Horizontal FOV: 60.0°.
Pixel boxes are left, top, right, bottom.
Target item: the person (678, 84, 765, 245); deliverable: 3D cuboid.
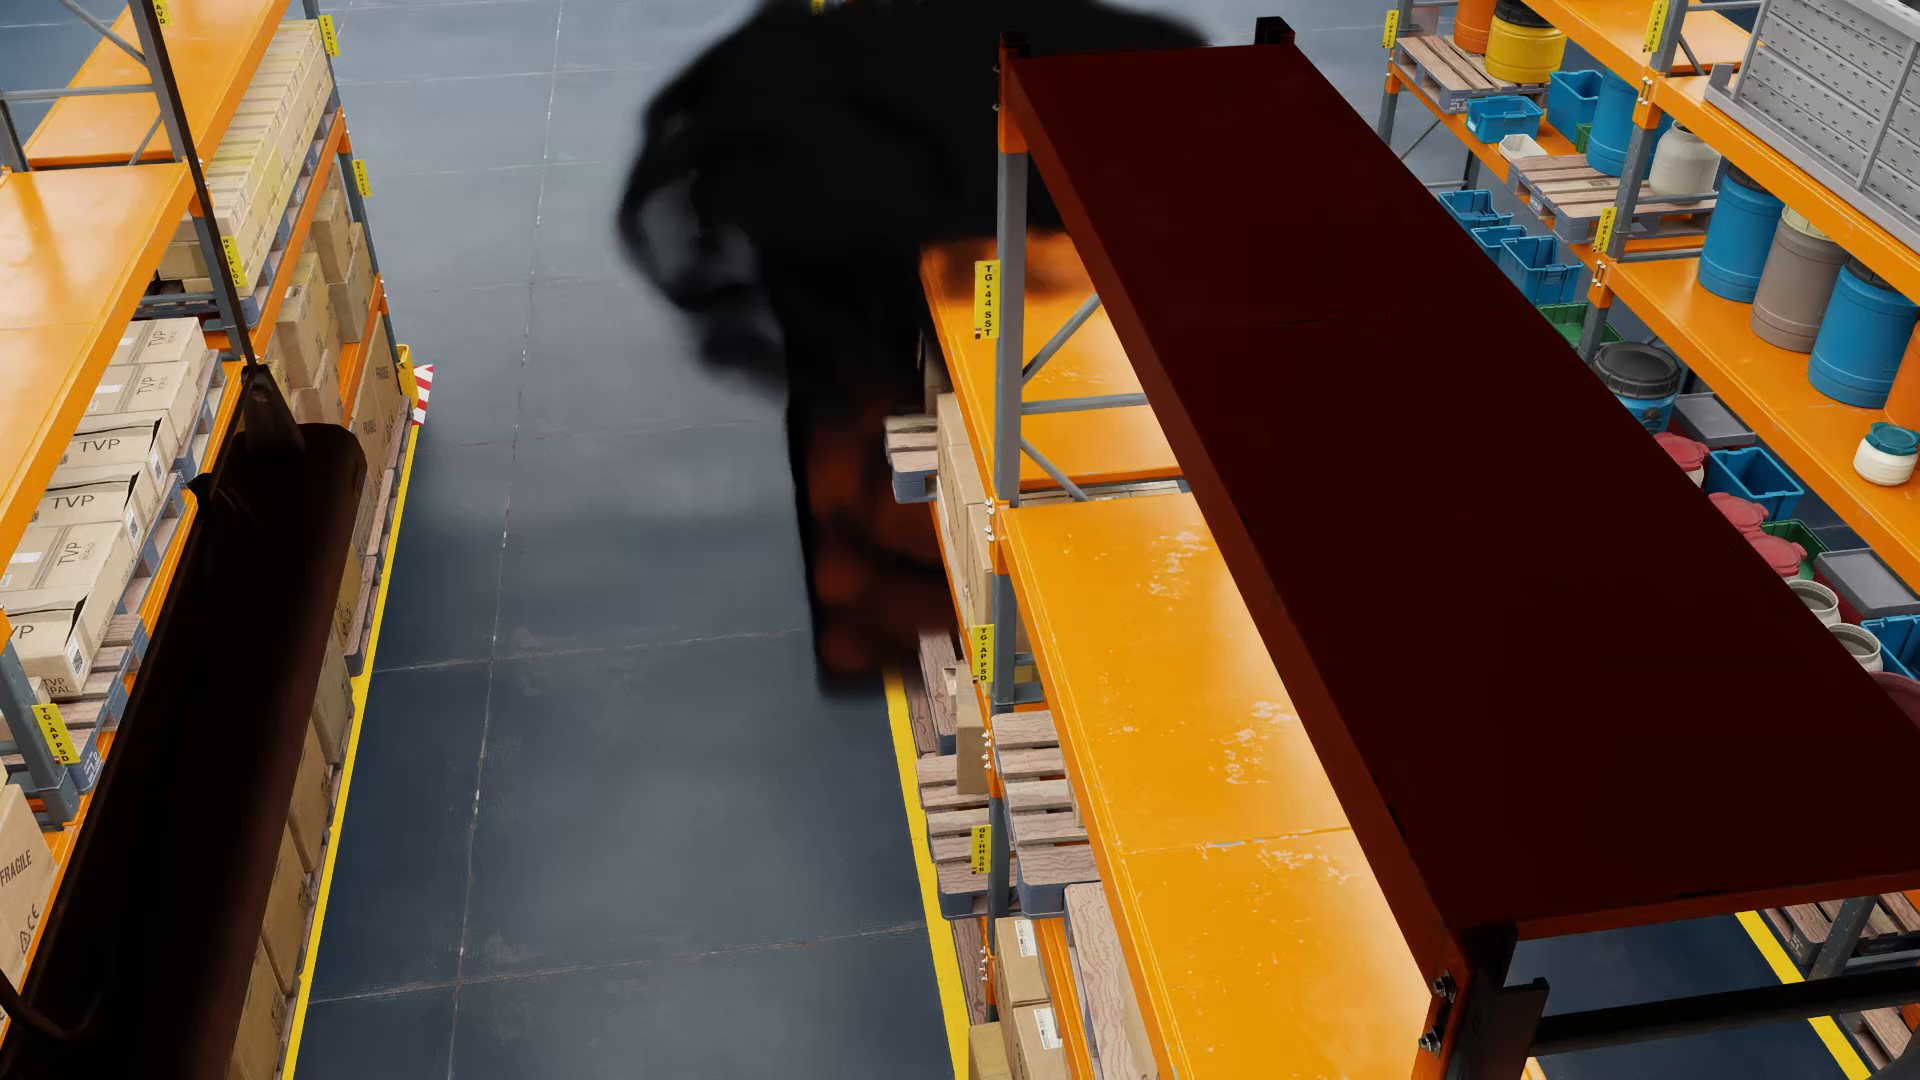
[{"bbox_3d":[-2.466,-3.786,17.225,1.048,1.746,0.753,23,42,28],"label":"person"}]
